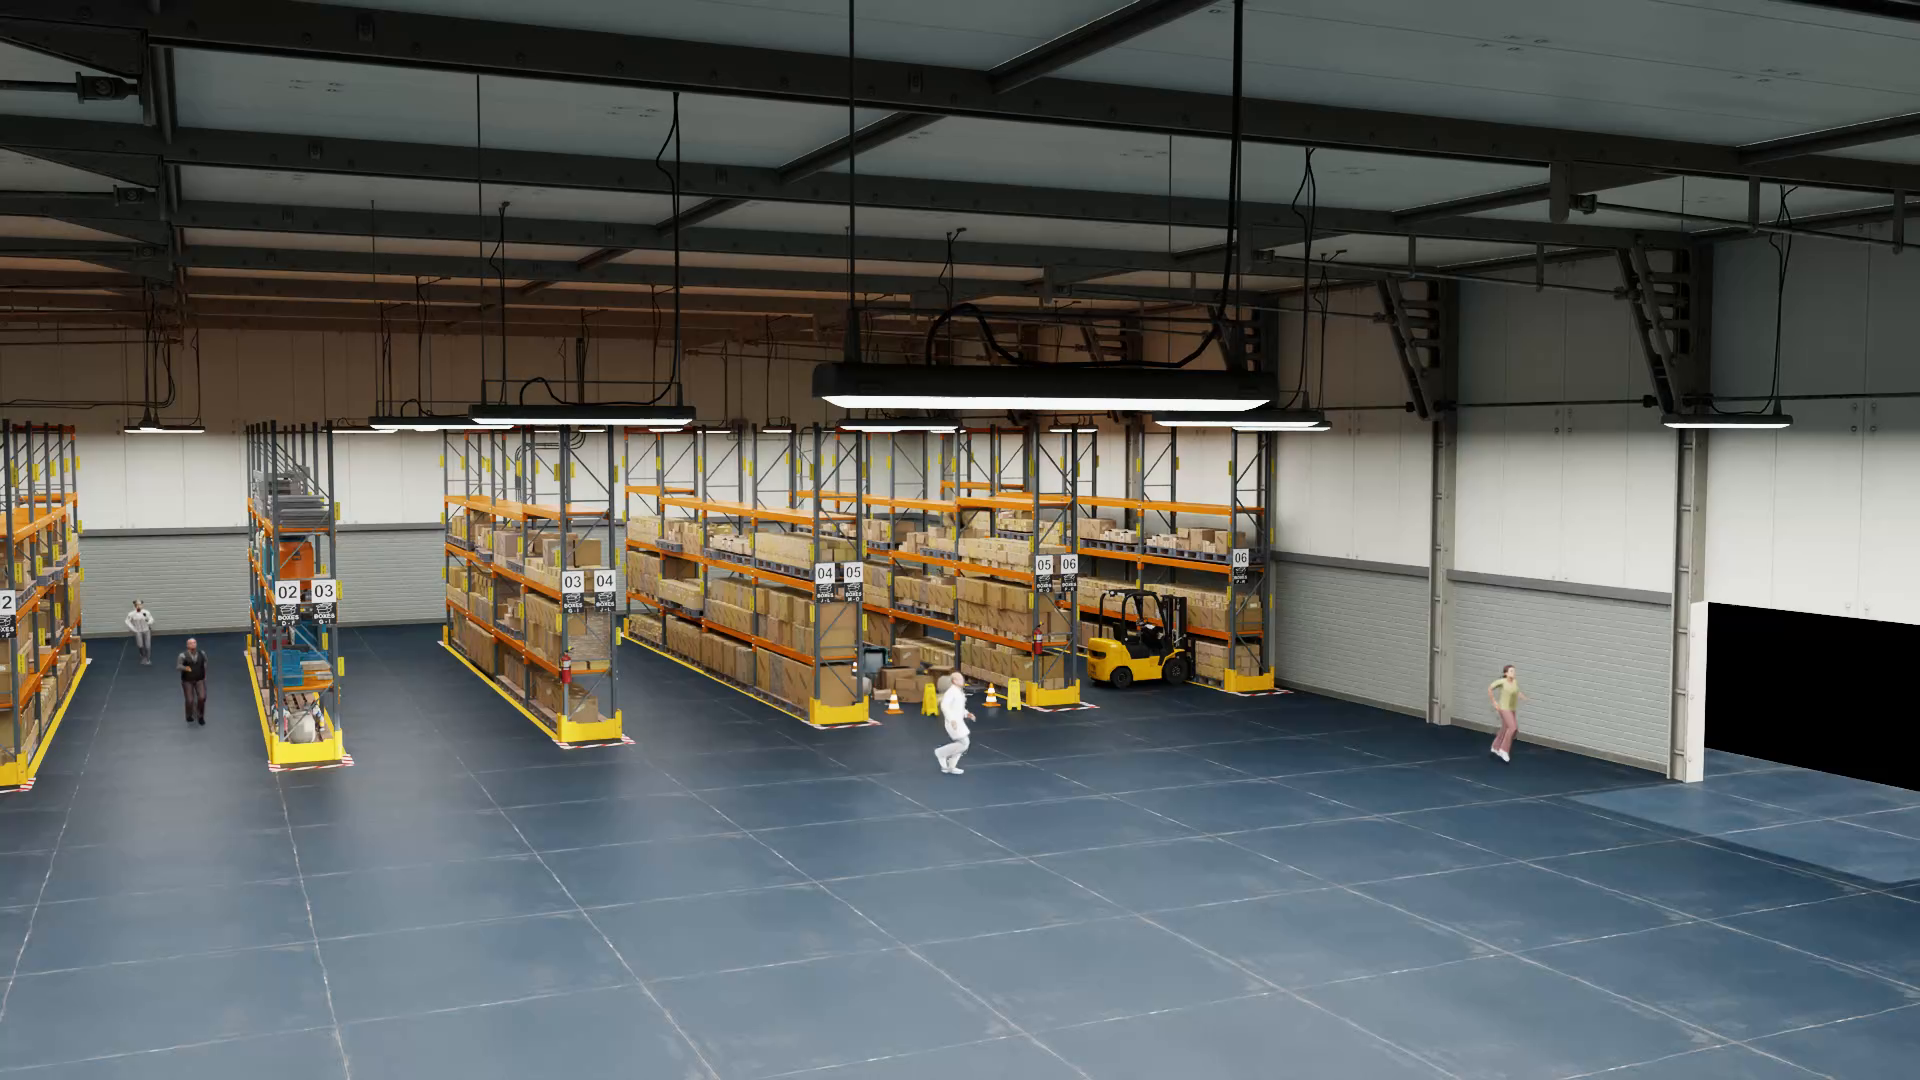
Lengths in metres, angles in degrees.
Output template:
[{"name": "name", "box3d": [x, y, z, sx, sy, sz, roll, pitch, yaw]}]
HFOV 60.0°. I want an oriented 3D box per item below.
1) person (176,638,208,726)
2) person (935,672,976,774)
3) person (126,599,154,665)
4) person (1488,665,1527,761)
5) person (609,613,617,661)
[{"name": "person", "box3d": [-15.170, 2.823, 32.920, 0.617, 1.757, 0.760, -2, 4, -34]}, {"name": "person", "box3d": [-0.077, 3.200, 28.188, 0.669, 1.533, 0.698, 1, 4, 10]}, {"name": "person", "box3d": [-20.422, 2.305, 41.451, 0.622, 1.658, 0.617, -2, 4, -33]}, {"name": "person", "box3d": [9.709, 3.048, 29.483, 0.572, 1.697, 0.706, -2, 4, -30]}, {"name": "person", "box3d": [-9.044, 2.169, 42.179, 0.688, 1.766, 1.002, -2, 4, -31]}]
